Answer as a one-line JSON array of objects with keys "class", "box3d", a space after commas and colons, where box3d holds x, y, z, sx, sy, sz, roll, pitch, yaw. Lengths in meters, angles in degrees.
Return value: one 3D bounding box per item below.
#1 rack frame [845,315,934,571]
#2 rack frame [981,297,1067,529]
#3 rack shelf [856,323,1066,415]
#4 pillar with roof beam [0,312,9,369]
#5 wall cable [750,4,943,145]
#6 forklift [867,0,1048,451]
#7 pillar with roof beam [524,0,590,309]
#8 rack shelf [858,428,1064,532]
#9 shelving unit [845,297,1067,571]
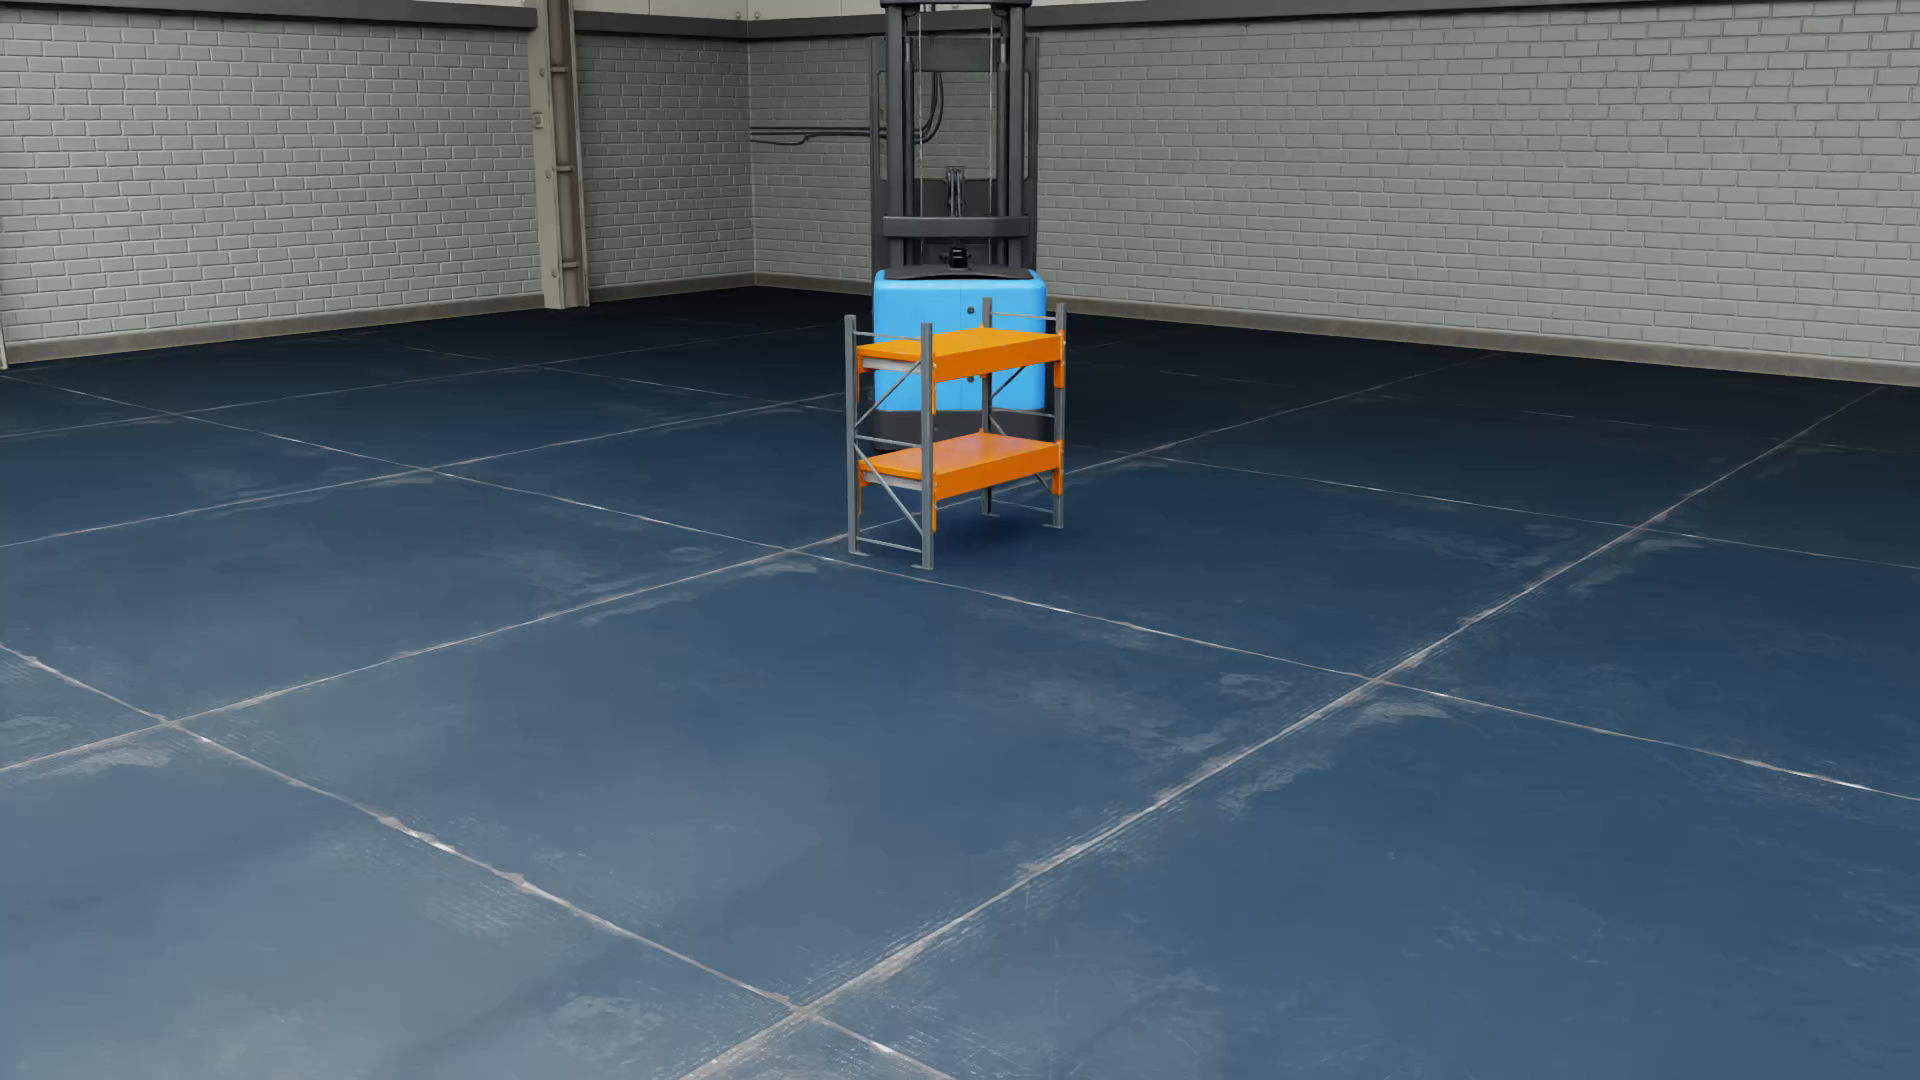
[{"class": "rack frame", "box3d": [-0.324, -0.447, 7.596, 0.500, 1.125, 0.032, 11, 18, 38]}, {"class": "rack frame", "box3d": [0.315, -0.641, 8.363, 0.500, 1.125, 0.032, 11, 18, 38]}, {"class": "rack shelf", "box3d": [-0.004, -0.828, 7.907, 0.538, 0.278, 1.000, 11, 18, 38]}, {"class": "pillar with roof beam", "box3d": [-4.711, -5.088, 9.874, 9.100, 9.000, 0.400, 11, 18, 38]}, {"class": "wall cable", "box3d": [-1.408, -5.758, 18.818, 3.097, 2.526, 0.112, 11, 18, 38]}, {"class": "forklift", "box3d": [-0.049, -2.261, 11.070, 1.130, 2.935, 3.031, -1, 14, -2]}, {"class": "pillar with roof beam", "box3d": [-0.940, -6.237, 14.398, 9.100, 9.000, 0.400, 11, 18, 38]}, {"class": "rack shelf", "box3d": [-0.004, -0.307, 8.040, 0.538, 0.278, 1.000, 11, 18, 38]}, {"class": "shelving unit", "box3d": [-0.004, -0.544, 7.979, 0.538, 1.125, 1.048, 11, 18, 38]}]
